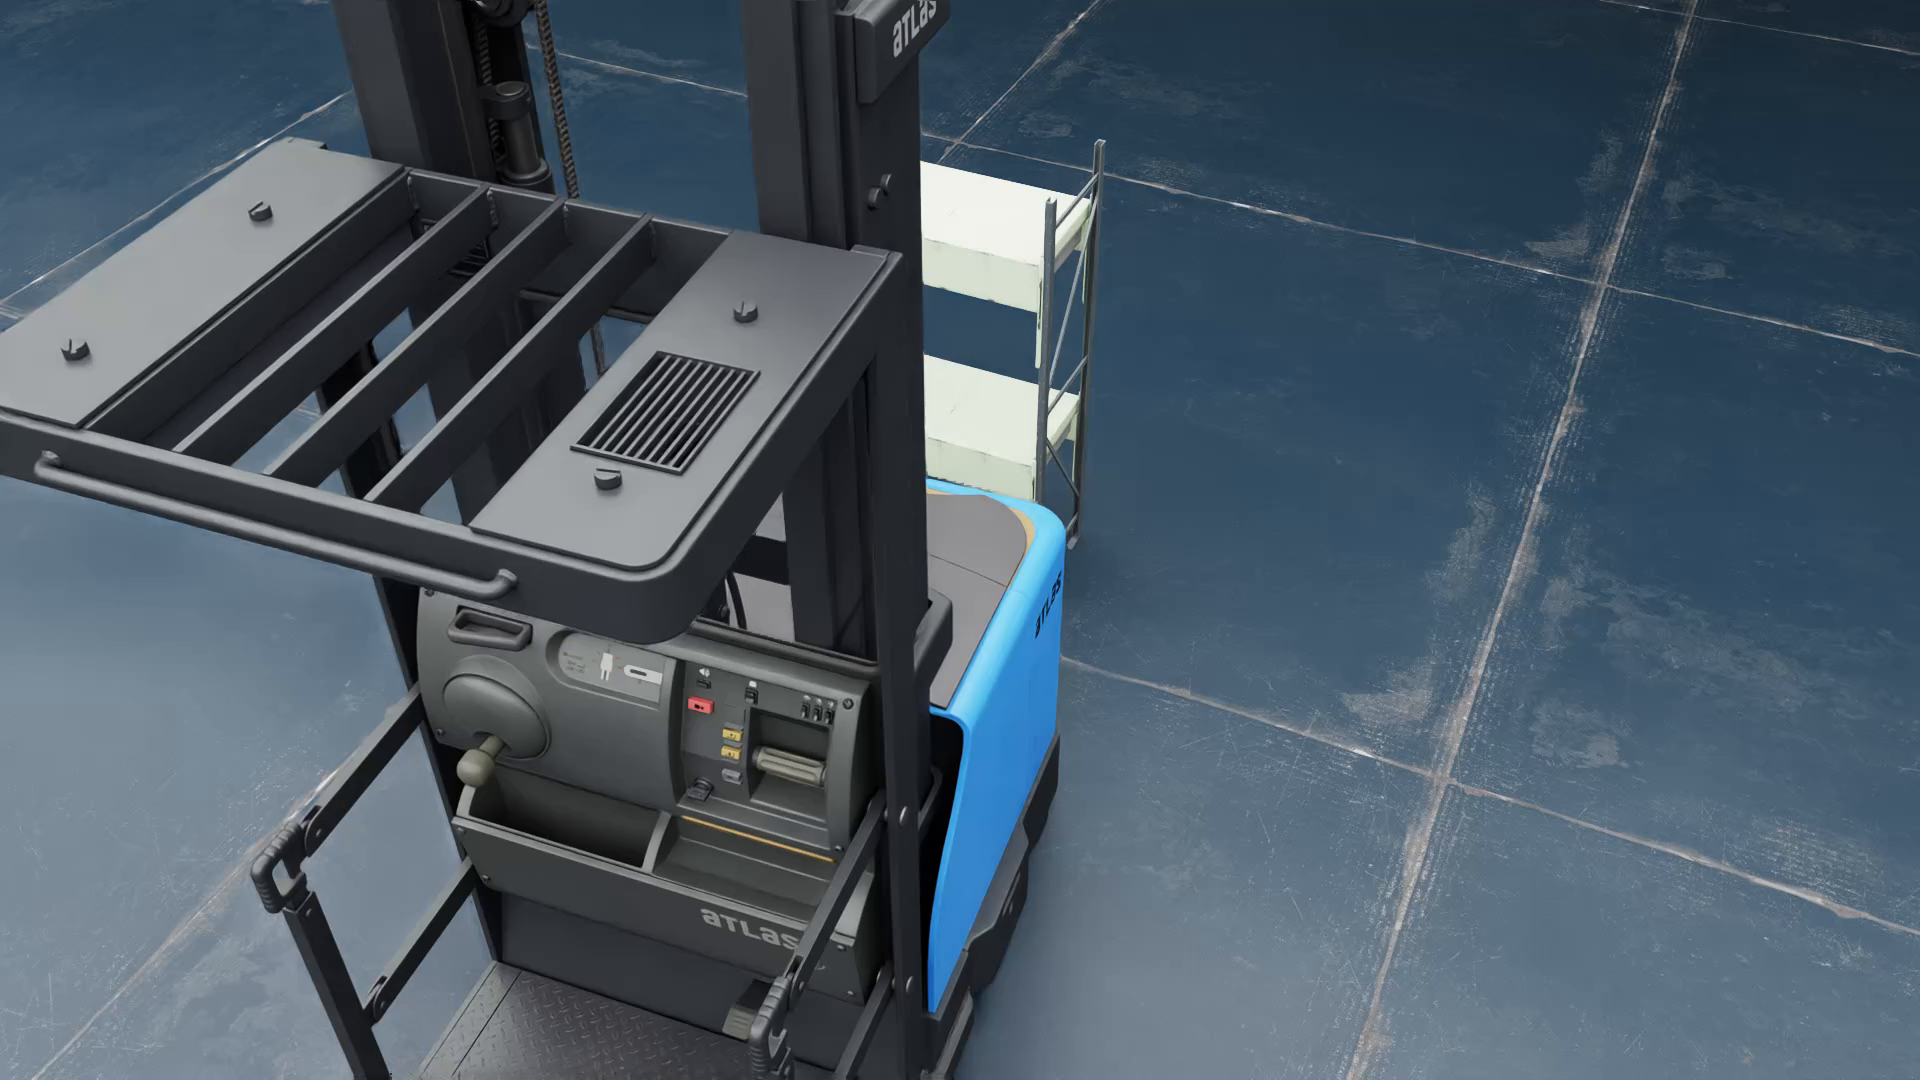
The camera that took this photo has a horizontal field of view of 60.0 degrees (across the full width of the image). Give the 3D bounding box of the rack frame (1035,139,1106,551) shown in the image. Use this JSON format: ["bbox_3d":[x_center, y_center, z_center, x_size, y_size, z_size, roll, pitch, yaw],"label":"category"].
[{"bbox_3d":[0.326,-0.467,5.144,0.023,1.500,0.400,17,44,19],"label":"rack frame"}]

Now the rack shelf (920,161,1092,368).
[{"bbox_3d":[-0.006,-0.863,5.005,0.720,0.370,0.431,17,44,19],"label":"rack shelf"}]

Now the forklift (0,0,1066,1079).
[{"bbox_3d":[-0.695,0.424,3.023,1.130,2.935,3.031,13,43,15],"label":"forklift"}]

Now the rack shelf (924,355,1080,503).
[{"bbox_3d":[-0.006,-0.322,5.474,0.720,0.370,0.431,17,44,19],"label":"rack shelf"}]

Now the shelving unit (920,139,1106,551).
[{"bbox_3d":[-0.006,-0.569,5.261,0.755,1.500,0.431,17,44,19],"label":"shelving unit"}]
